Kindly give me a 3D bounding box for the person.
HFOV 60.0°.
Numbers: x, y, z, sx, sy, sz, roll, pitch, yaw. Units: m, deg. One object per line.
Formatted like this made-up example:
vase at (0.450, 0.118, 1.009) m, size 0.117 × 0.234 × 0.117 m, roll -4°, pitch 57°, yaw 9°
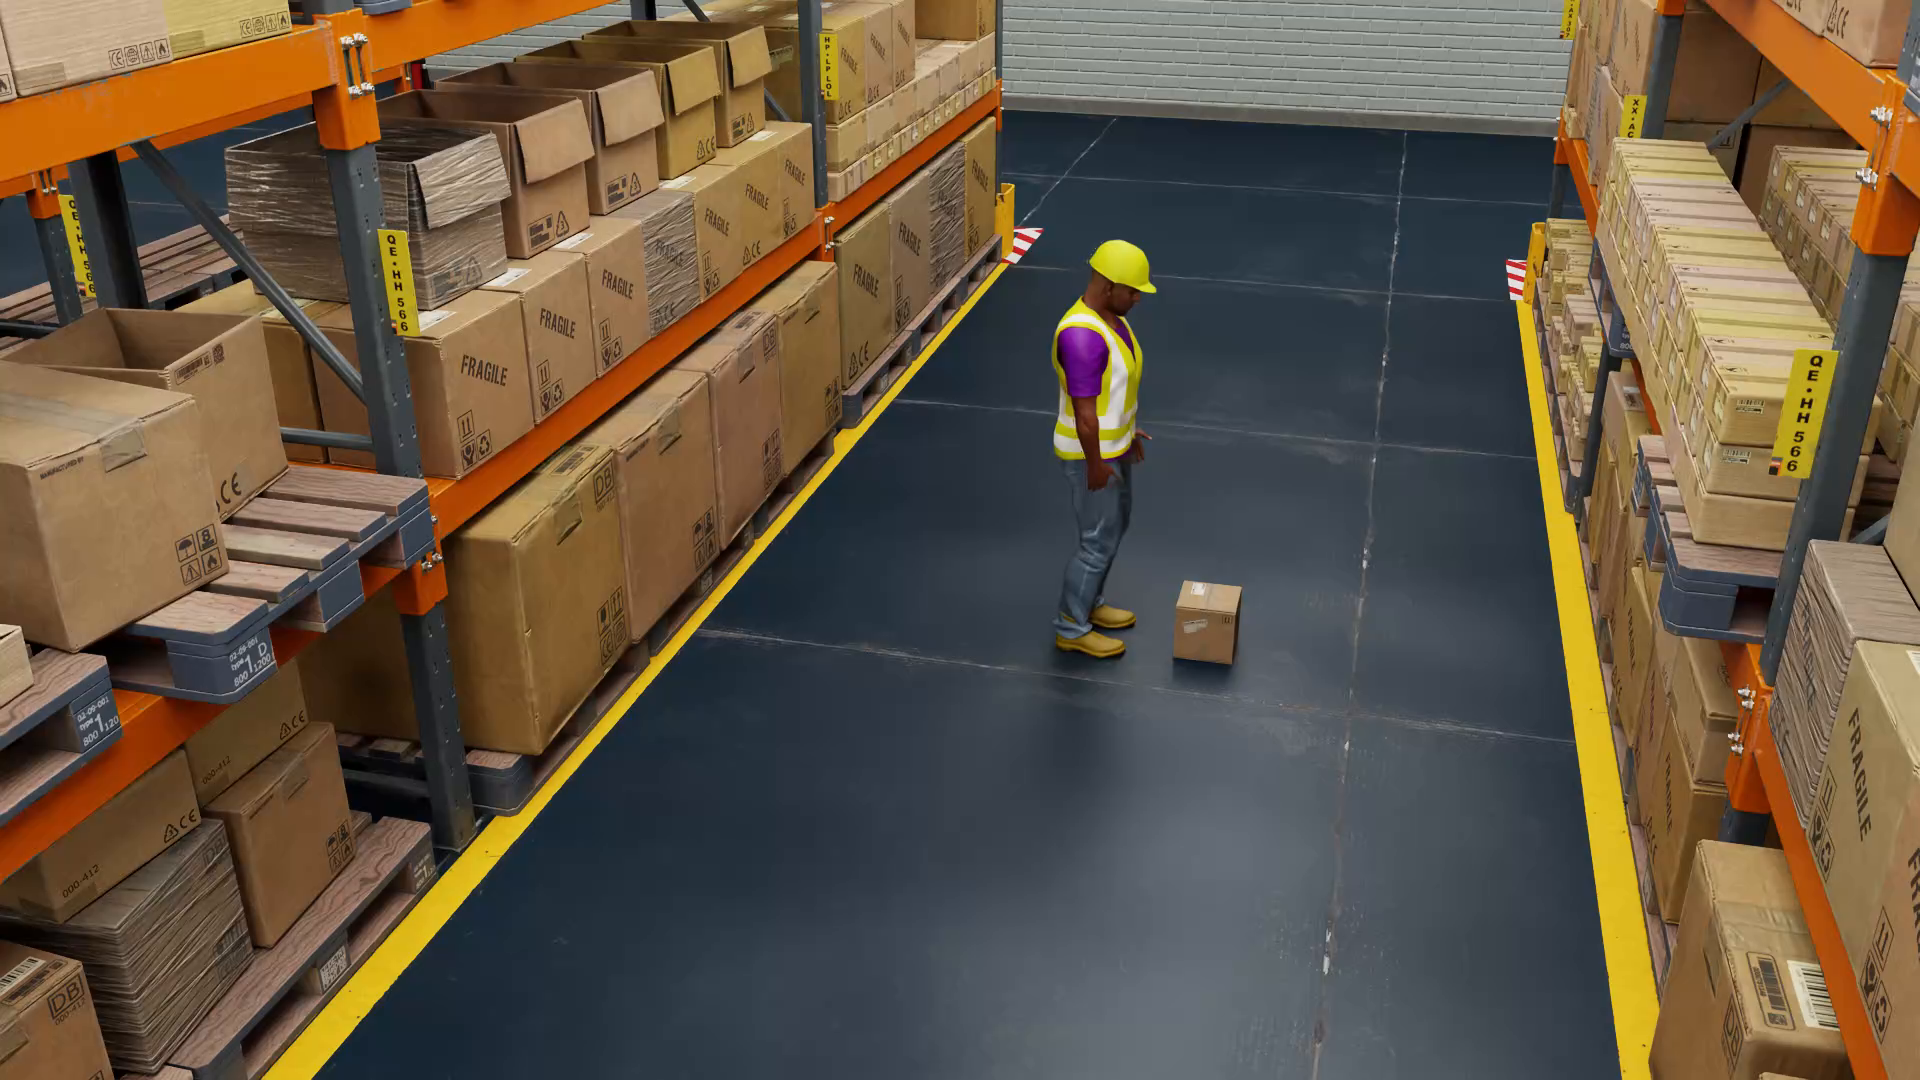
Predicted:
person at (0.590, -0.389, 6.924) m, size 0.384 × 1.751 × 0.573 m, roll 7°, pitch 26°, yaw 14°
